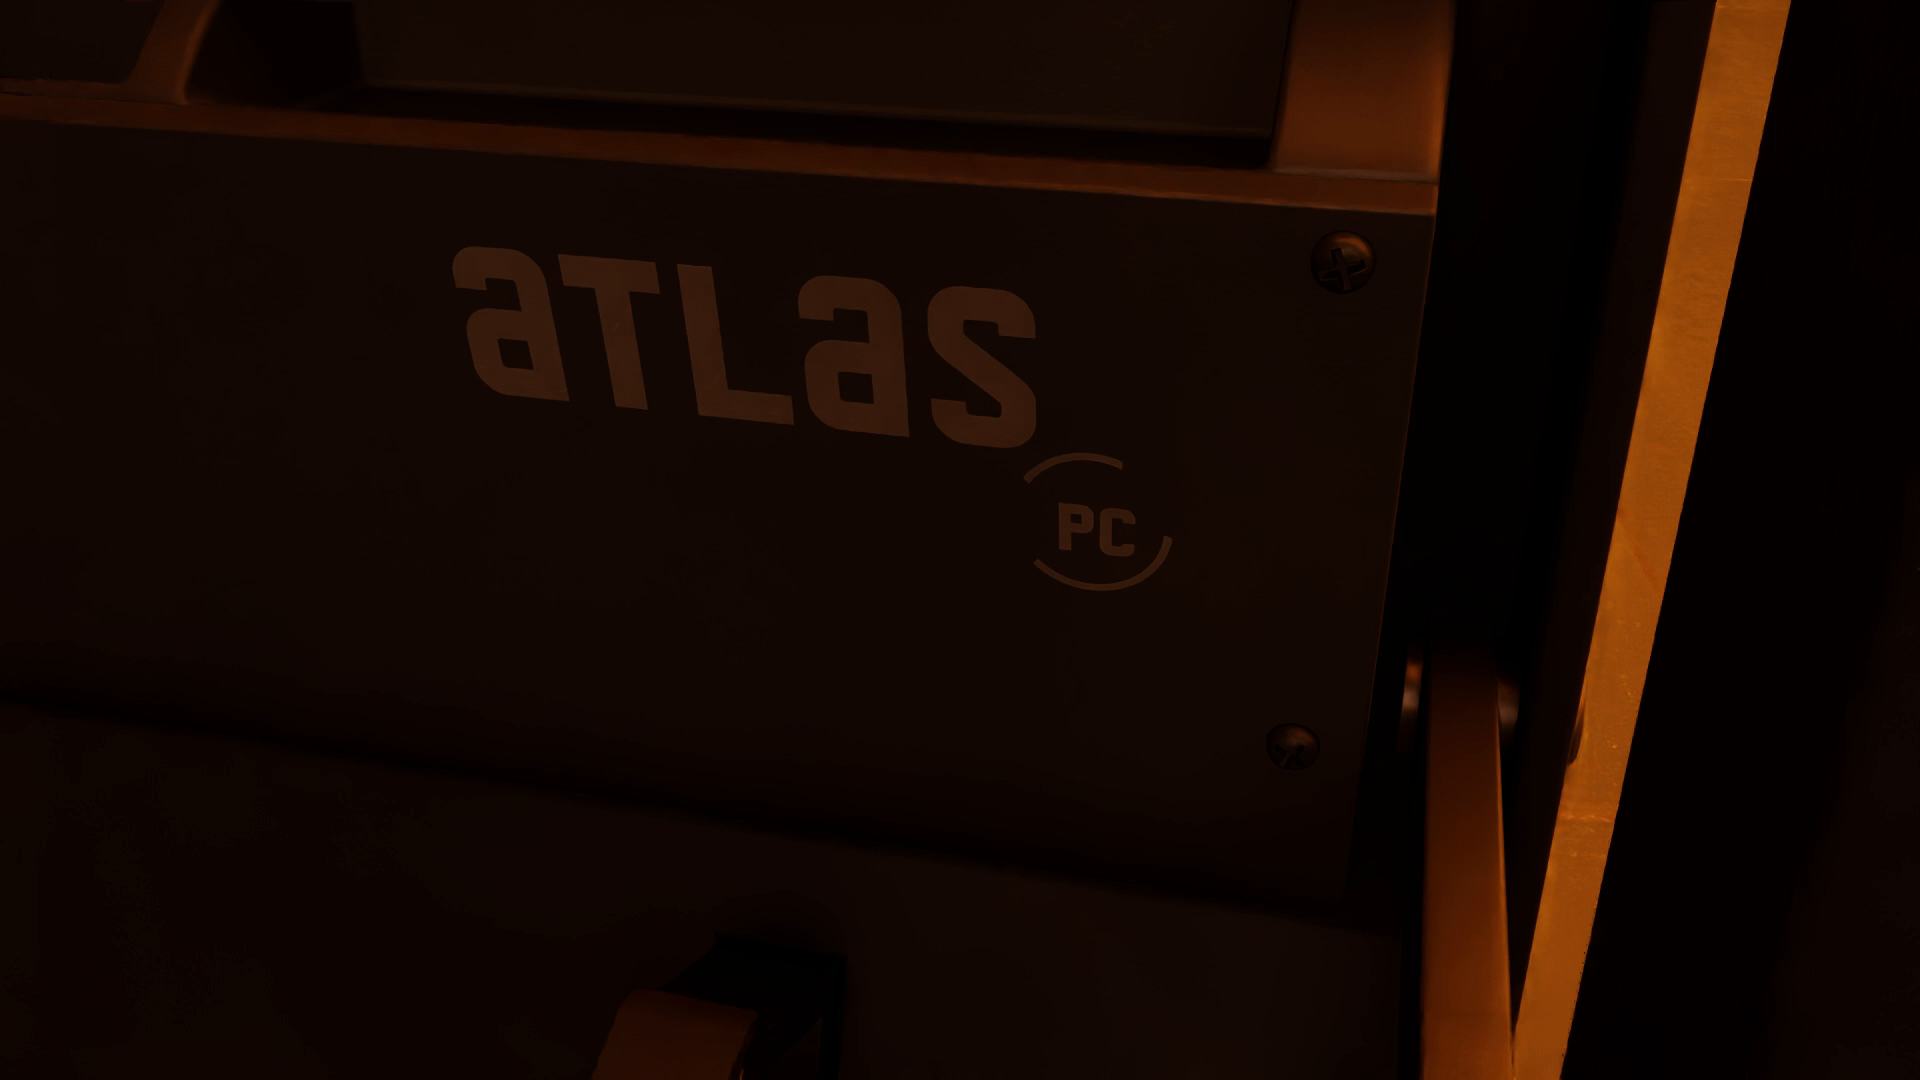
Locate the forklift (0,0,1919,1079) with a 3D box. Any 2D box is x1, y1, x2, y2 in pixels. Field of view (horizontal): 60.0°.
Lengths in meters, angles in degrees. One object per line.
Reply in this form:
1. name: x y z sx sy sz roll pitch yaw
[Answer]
1. forklift: -0.337 -0.529 0.277 1.130 2.935 3.031 7 27 13
